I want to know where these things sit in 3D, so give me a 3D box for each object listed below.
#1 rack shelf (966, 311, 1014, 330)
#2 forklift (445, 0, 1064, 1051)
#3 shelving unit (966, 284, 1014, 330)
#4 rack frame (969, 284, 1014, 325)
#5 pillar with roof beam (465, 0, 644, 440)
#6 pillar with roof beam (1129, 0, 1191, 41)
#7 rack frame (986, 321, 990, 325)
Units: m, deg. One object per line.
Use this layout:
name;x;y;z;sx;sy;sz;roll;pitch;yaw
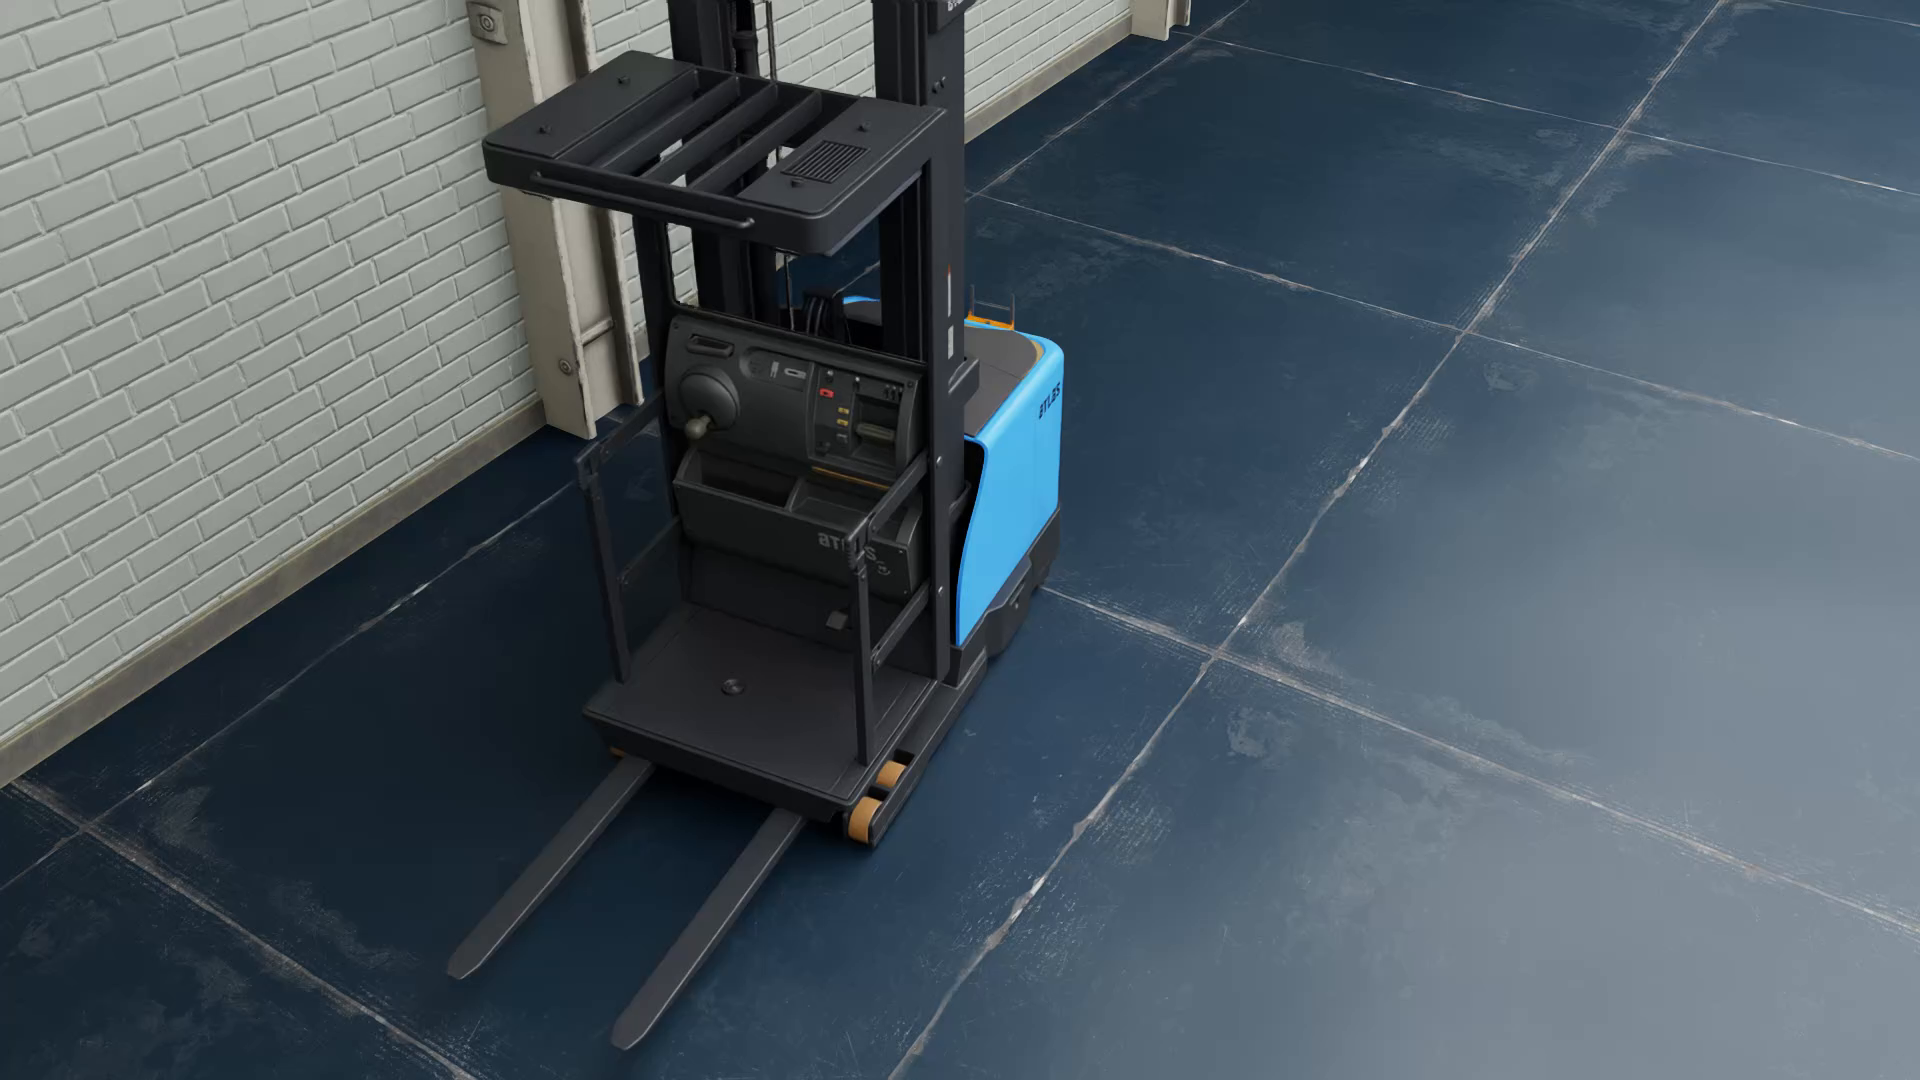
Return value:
rack shelf;0.081;-0.767;6.938;0.215;0.259;0.240;16;40;19
forklift;-0.656;-0.396;5.363;1.130;2.935;3.031;16;40;19
shelving unit;0.081;-0.551;7.105;0.215;1.050;0.252;16;40;19
rack frame;0.132;-0.619;7.192;0.200;1.050;0.008;16;40;19
pillar with roof beam;1.860;-2.778;3.483;9.100;9.000;0.400;21;42;25
pillar with roof beam;5.075;-5.871;7.496;9.100;9.000;0.400;21;42;25
rack frame;0.029;-0.483;7.017;0.200;1.050;0.008;16;40;19
